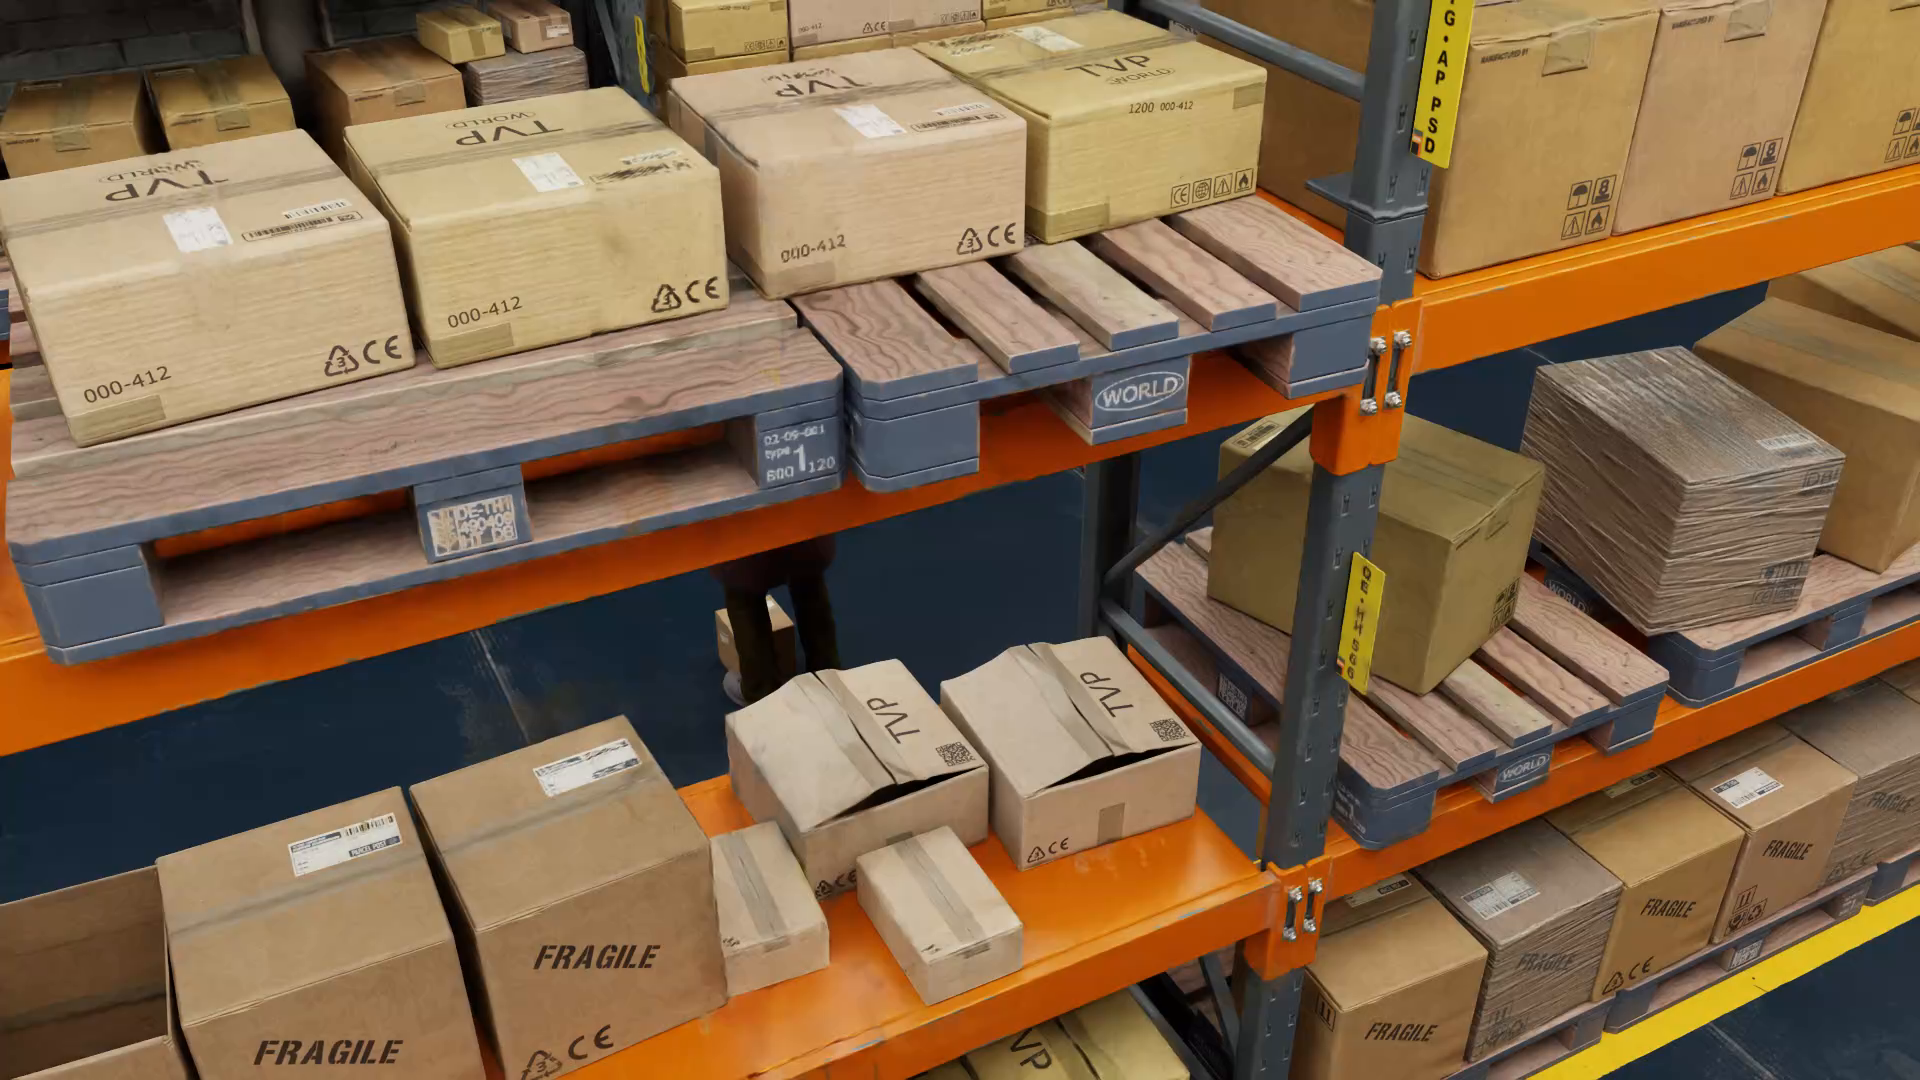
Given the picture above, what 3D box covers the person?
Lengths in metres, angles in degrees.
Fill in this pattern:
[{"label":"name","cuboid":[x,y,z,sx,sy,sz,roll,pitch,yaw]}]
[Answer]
[{"label":"person","cuboid":[-0.724,-0.100,6.309,0.635,1.772,0.427,-17,36,-25]}]
